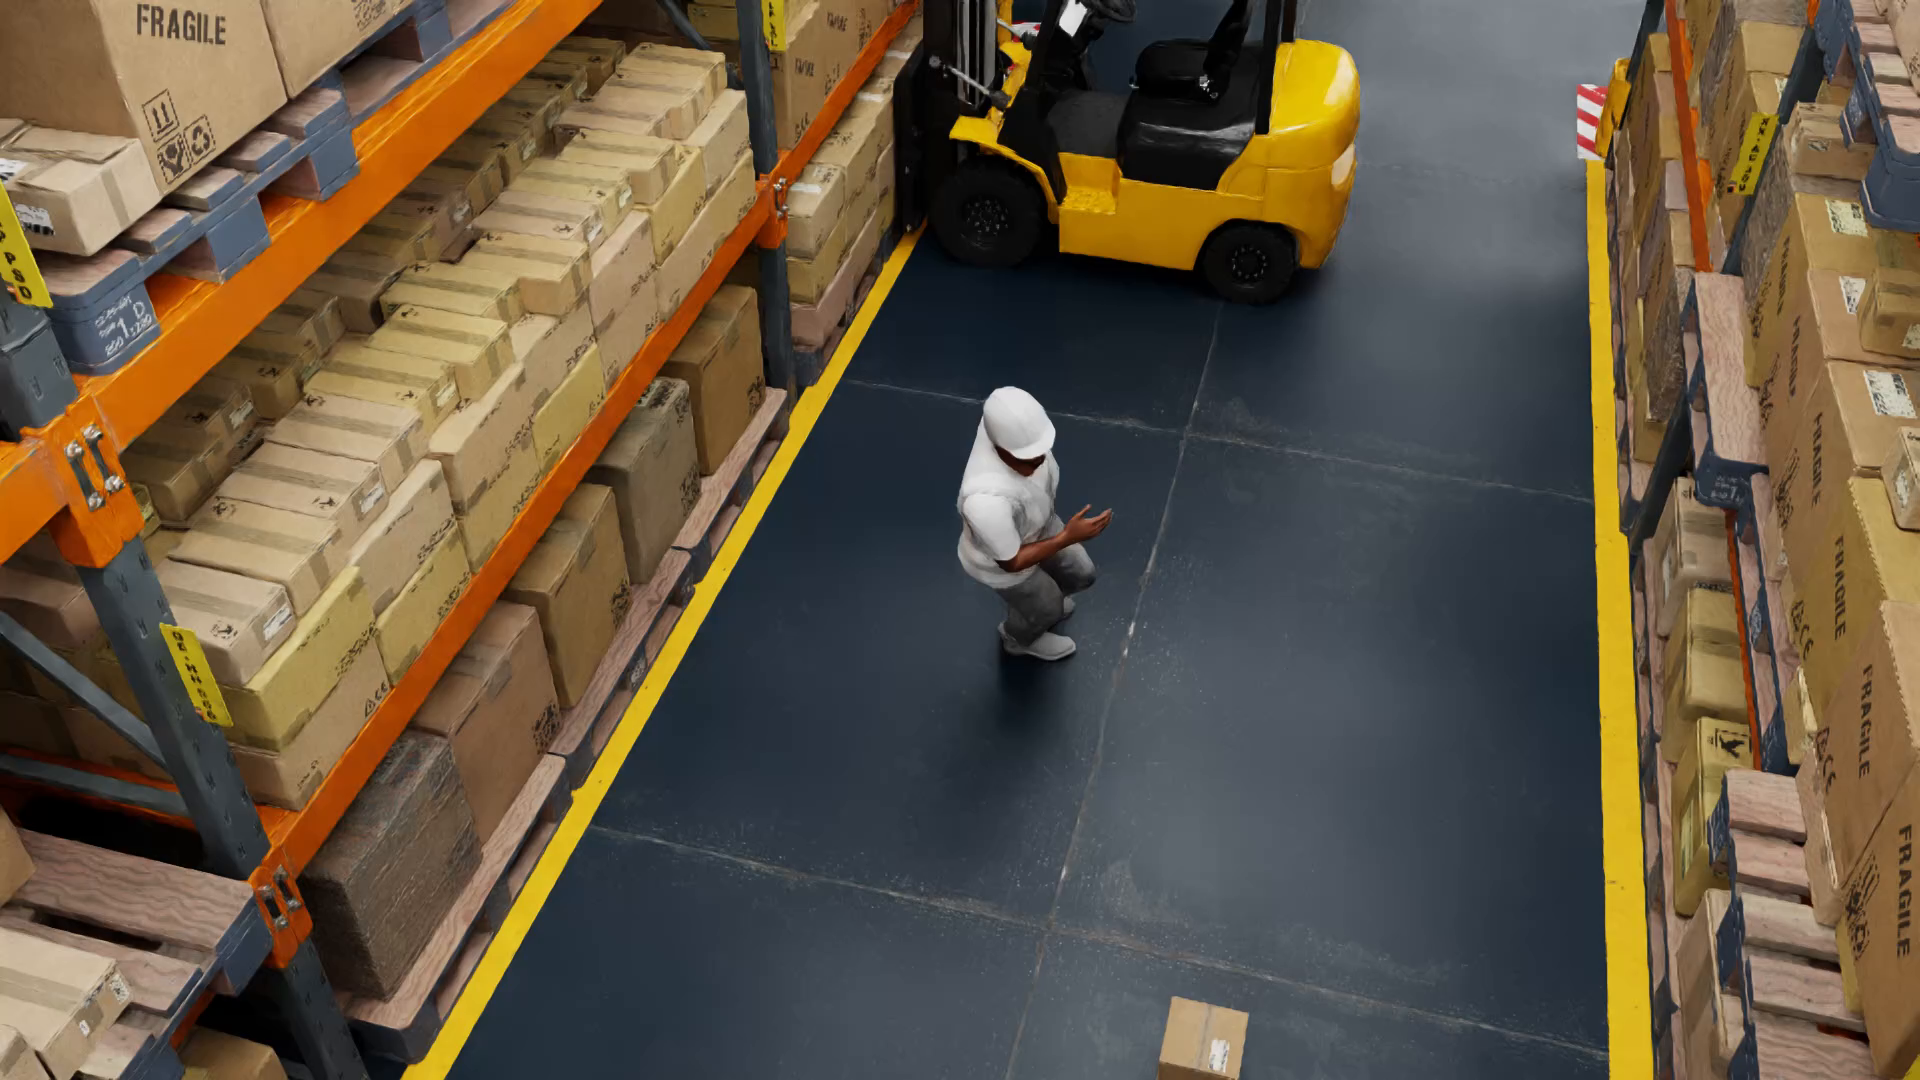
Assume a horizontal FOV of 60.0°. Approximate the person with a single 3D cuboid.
[{"bbox_3d":[0.312,-0.033,6.270,0.554,1.648,0.953,11,42,12],"label":"person"}]
